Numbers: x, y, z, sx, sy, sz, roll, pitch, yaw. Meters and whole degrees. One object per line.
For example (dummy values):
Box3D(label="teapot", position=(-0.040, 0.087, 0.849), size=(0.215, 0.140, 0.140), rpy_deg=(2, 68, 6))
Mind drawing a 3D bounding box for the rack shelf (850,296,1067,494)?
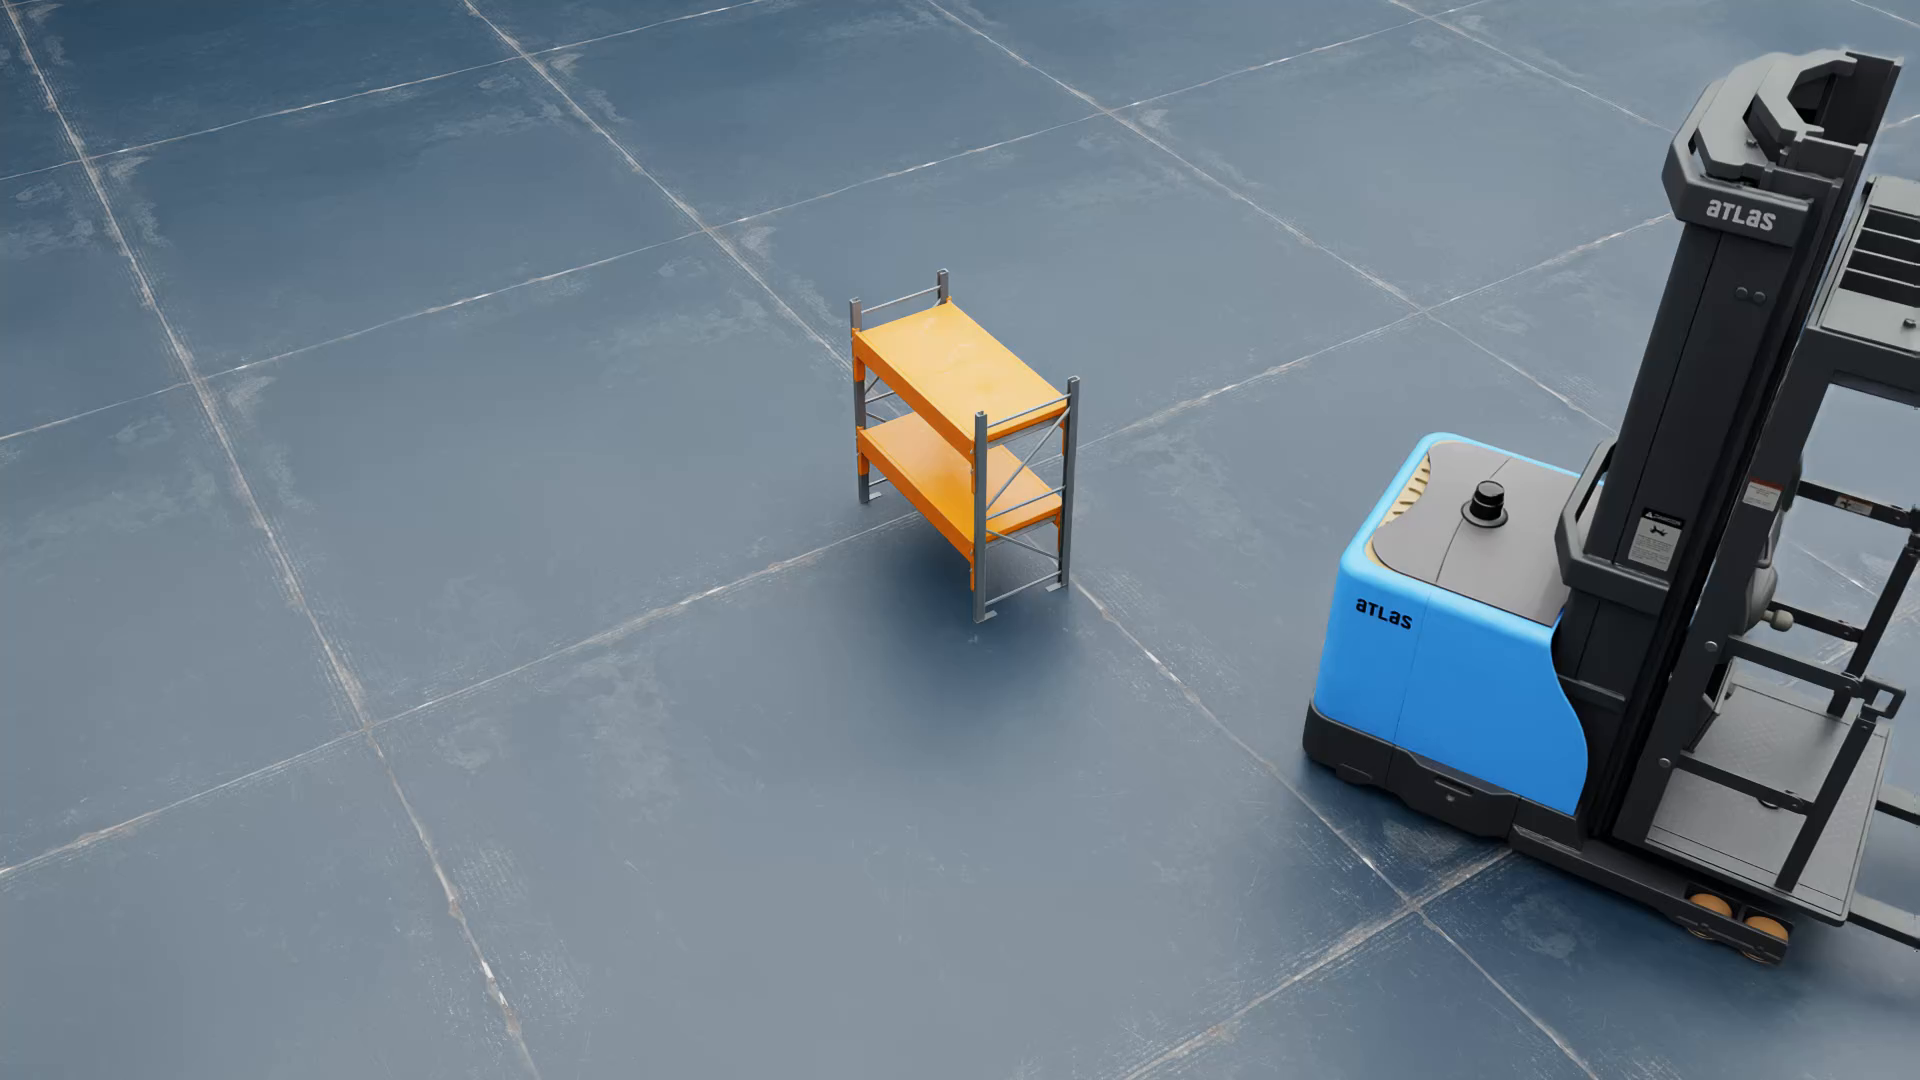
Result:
Box3D(label="rack shelf", position=(0.004, -0.653, 7.259), size=(0.538, 0.278, 1.000), rpy_deg=(-22, 45, -24))

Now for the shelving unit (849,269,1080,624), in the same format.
Box3D(label="shelving unit", position=(0.004, -0.428, 7.446), size=(0.538, 1.125, 1.048), rpy_deg=(-22, 45, -24))

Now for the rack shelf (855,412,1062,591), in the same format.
Box3D(label="rack shelf", position=(0.004, -0.241, 7.603), size=(0.538, 0.278, 1.000), rpy_deg=(-22, 45, -24))

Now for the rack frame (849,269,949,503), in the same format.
Box3D(label="rack frame", position=(-0.270, -0.703, 7.775), size=(0.500, 1.125, 0.032), rpy_deg=(-22, 45, -24))

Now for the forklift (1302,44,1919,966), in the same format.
Box3D(label="forklift", position=(2.905, 0.002, 5.519), size=(3.031, 2.935, 1.130), rpy_deg=(22, 44, 24))

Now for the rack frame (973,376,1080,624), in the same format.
Box3D(label="rack frame", position=(0.277, -0.154, 7.117), size=(0.500, 1.125, 0.032), rpy_deg=(-22, 45, -24))
